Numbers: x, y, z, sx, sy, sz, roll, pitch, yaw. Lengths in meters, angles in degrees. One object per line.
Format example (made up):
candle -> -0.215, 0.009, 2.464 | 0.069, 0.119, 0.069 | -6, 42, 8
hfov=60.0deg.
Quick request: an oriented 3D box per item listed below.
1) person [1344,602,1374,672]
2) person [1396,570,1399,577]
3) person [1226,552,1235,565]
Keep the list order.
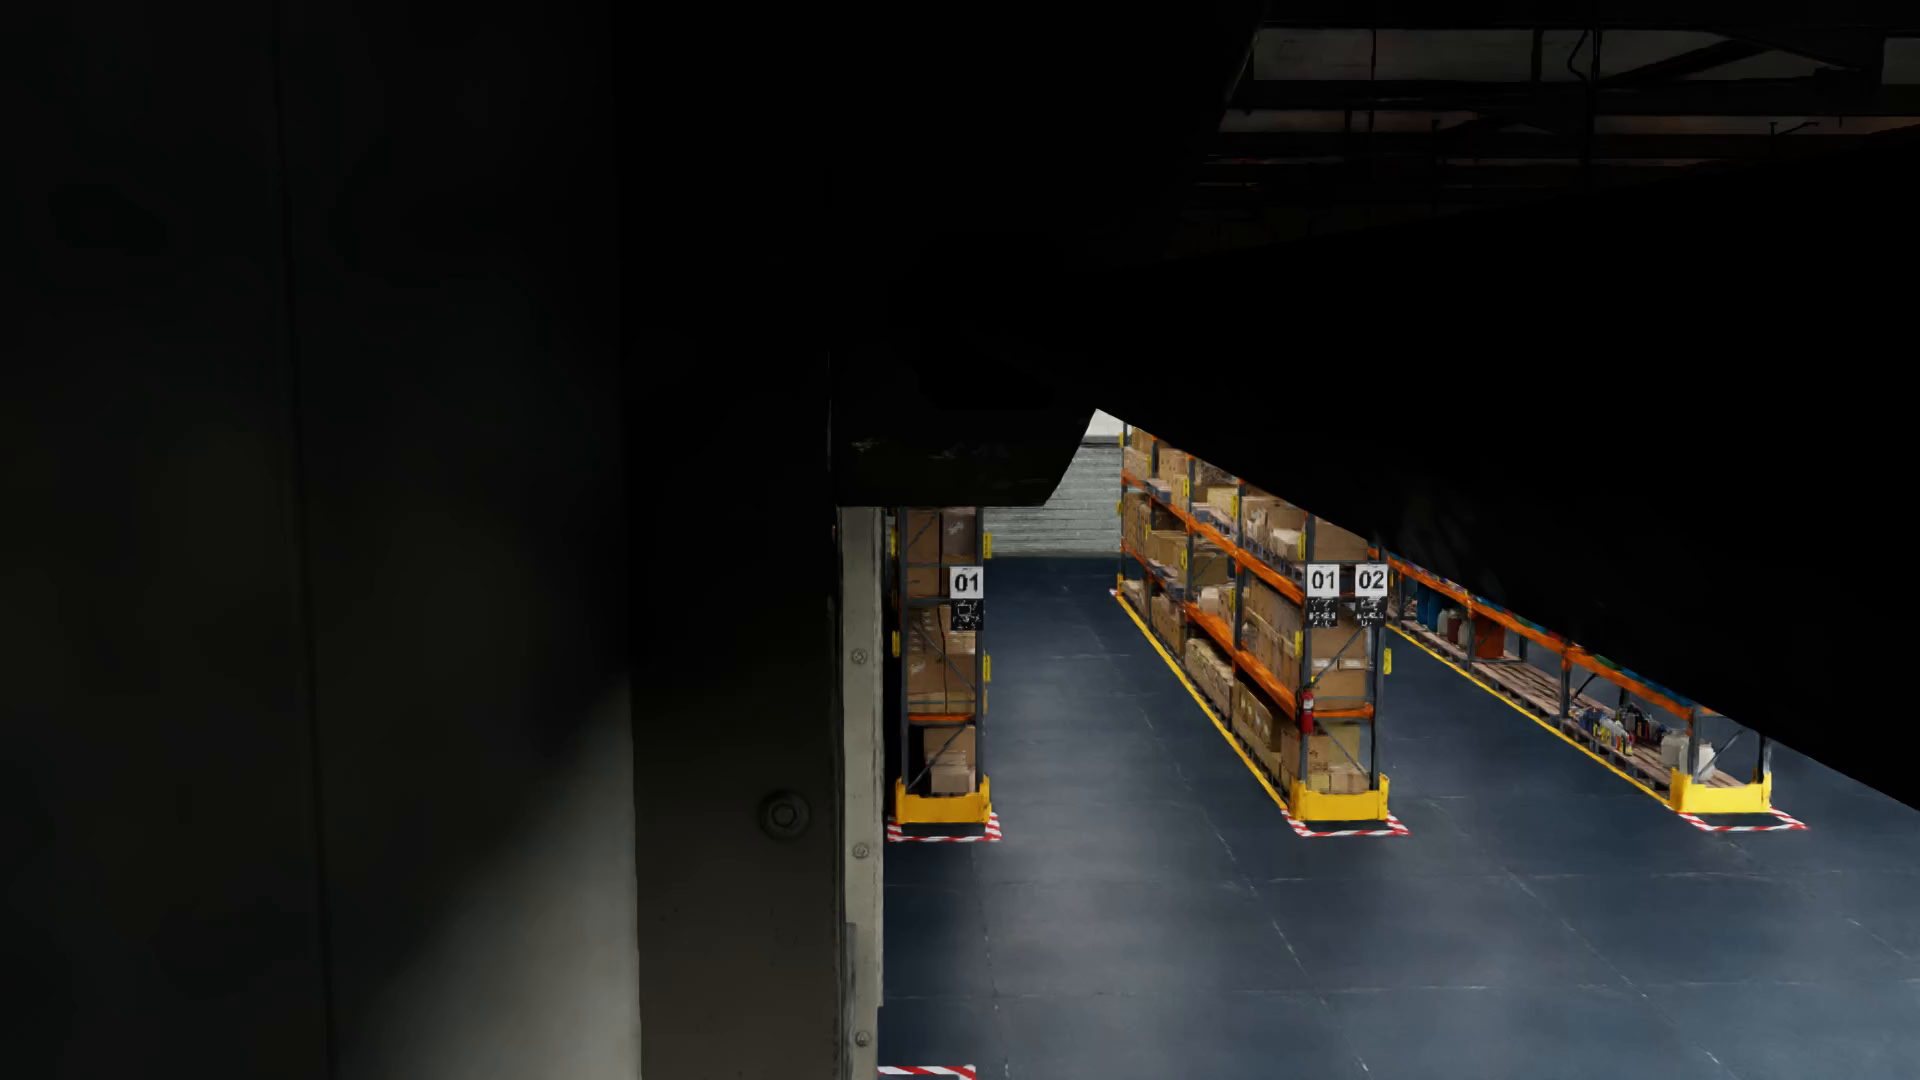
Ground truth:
person -> 6.950, 1.409, 29.027 | 0.543, 1.700, 1.114 | 0, 8, 0
person -> 10.546, 0.023, 38.914 | 0.491, 1.715, 0.713 | 7, 11, 41
person -> 6.682, -0.148, 40.564 | 0.472, 1.589, 0.600 | 7, 11, 42
